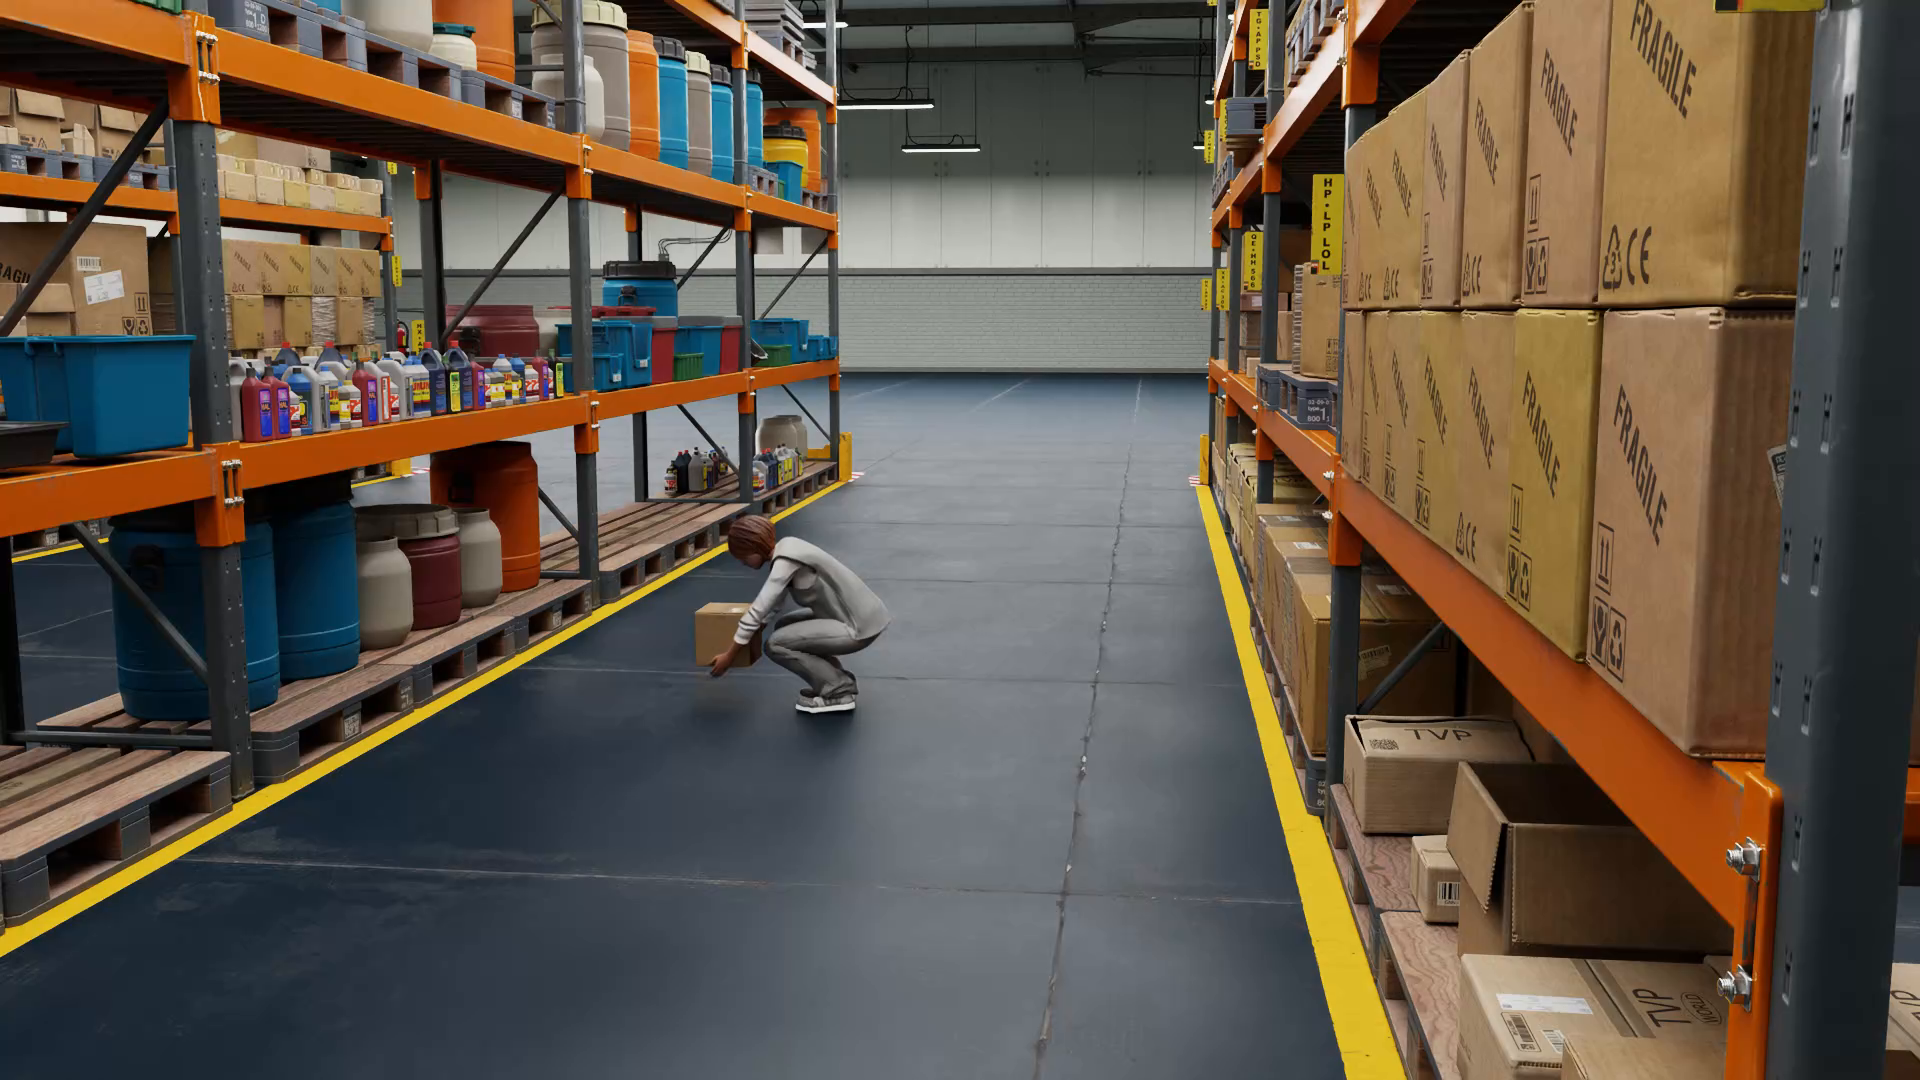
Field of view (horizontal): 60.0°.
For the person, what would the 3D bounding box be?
[{"bbox_3d":[-0.723,0.335,7.582,0.814,0.875,0.452,1,8,6],"label":"person"}]
